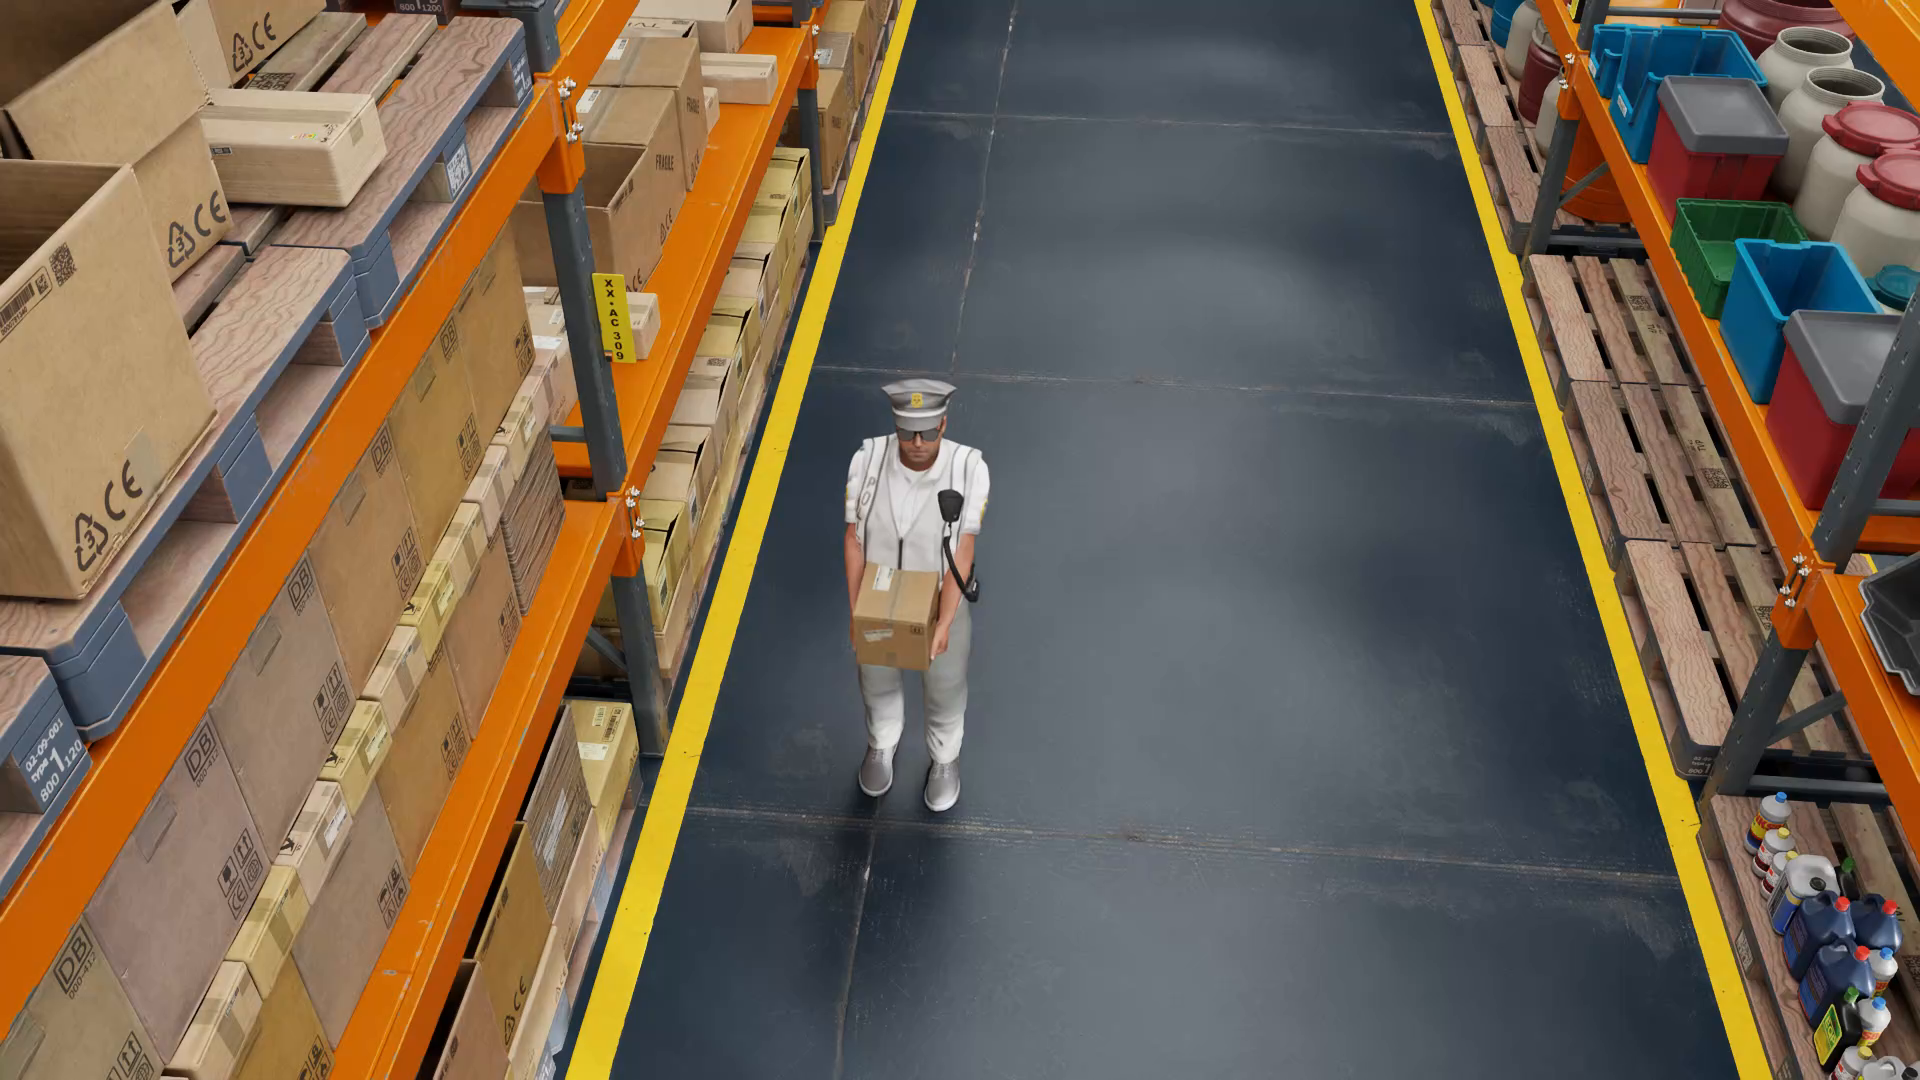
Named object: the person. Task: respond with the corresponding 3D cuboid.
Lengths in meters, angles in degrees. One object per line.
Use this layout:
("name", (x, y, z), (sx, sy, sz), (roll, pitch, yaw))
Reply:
("person", (-0.165, 0.242, 5.853), (0.494, 1.763, 0.556), (6, 40, 7))
